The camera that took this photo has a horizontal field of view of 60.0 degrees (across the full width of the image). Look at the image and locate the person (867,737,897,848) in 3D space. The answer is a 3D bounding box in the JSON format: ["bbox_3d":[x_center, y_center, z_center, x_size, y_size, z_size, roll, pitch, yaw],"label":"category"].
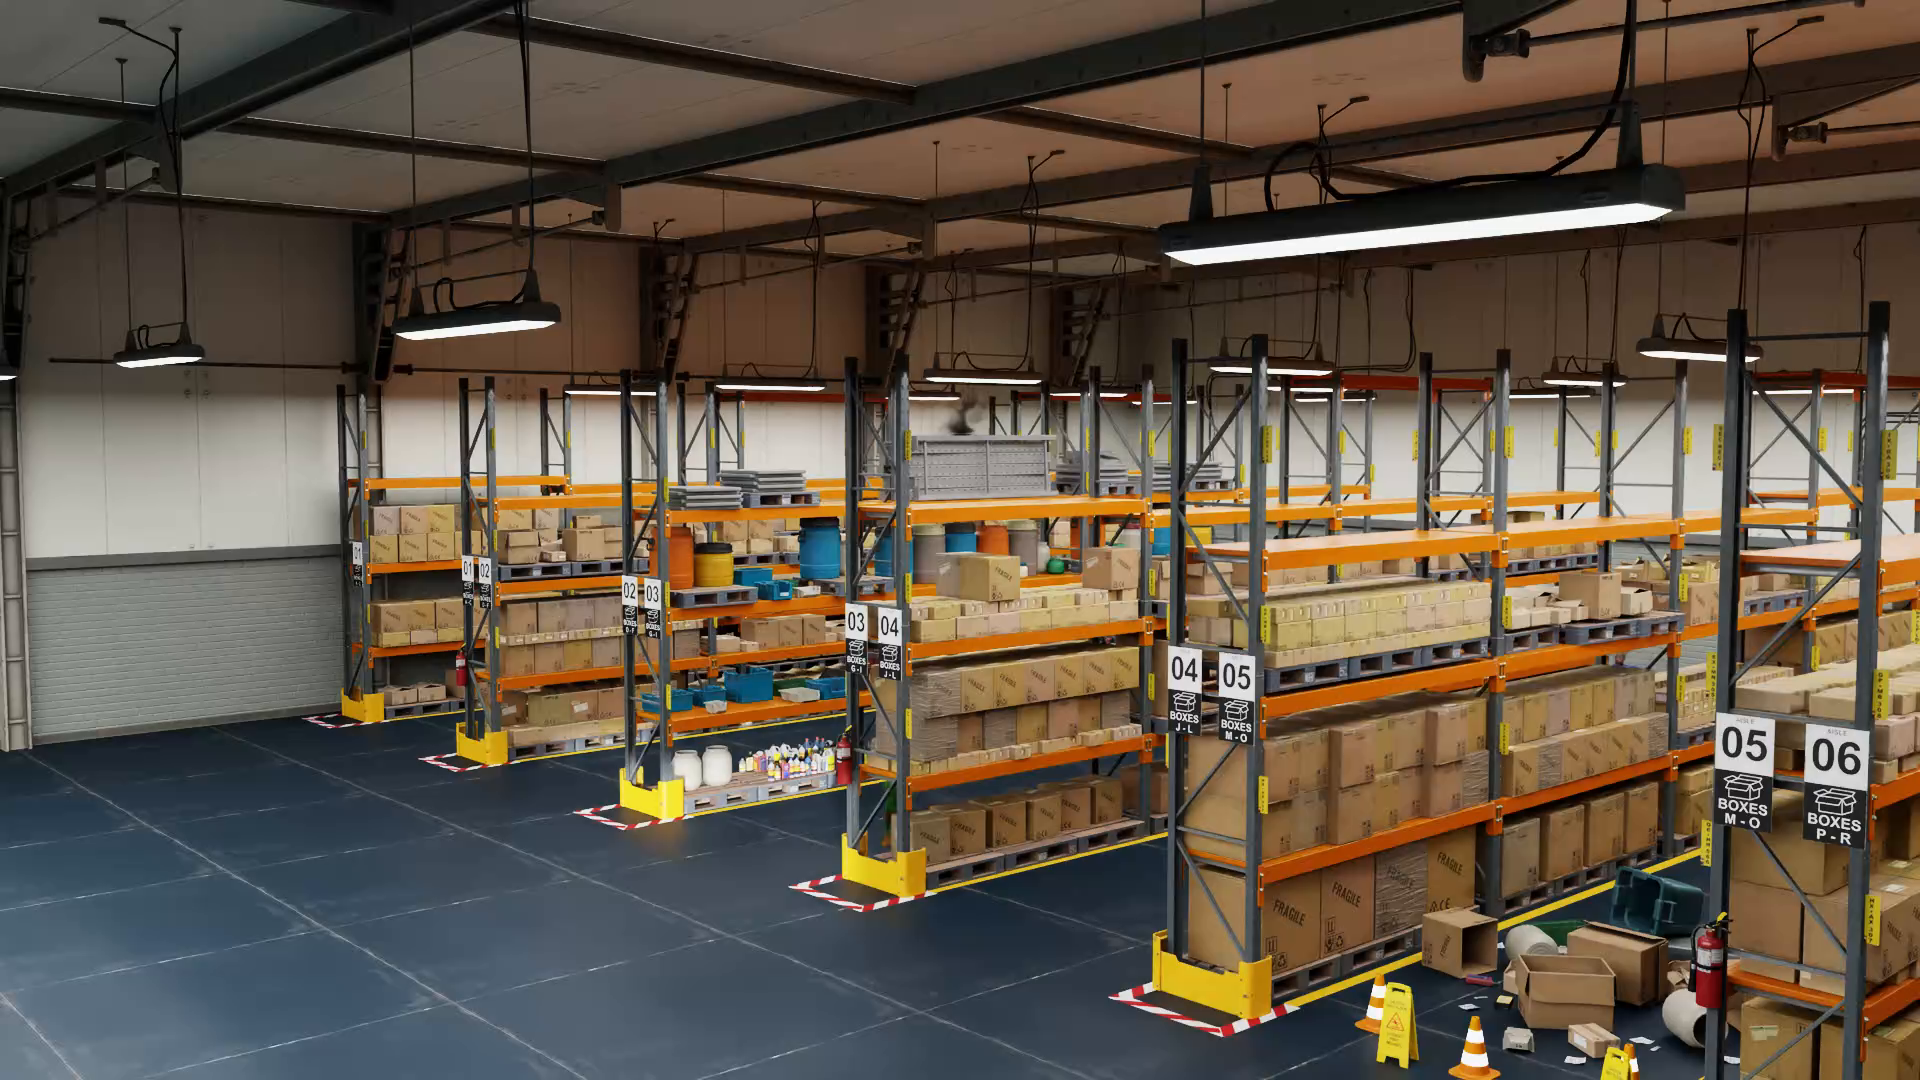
[{"bbox_3d":[-0.823,2.896,20.871,0.633,1.842,0.739,4,5,44],"label":"person"}]

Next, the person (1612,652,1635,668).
[{"bbox_3d":[10.647,2.588,26.763,0.560,1.661,0.922,3,5,41],"label":"person"}]
